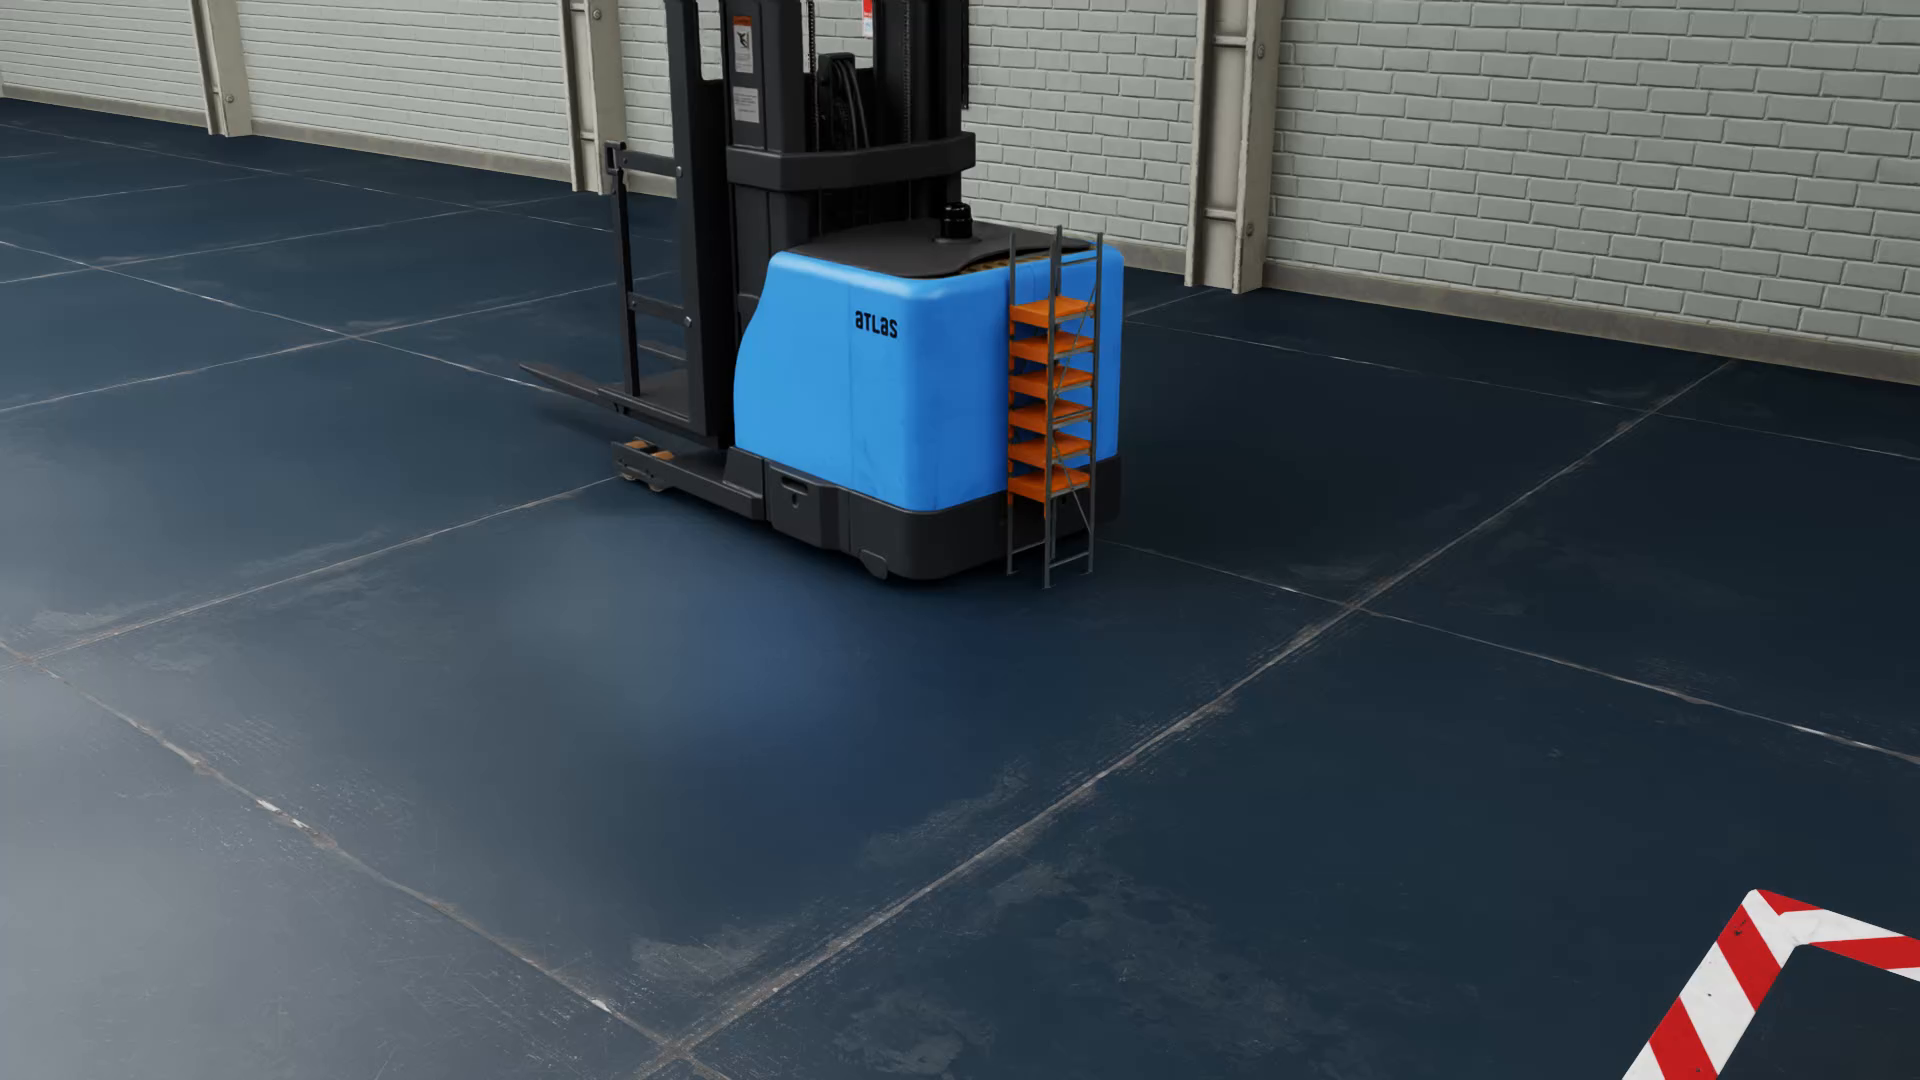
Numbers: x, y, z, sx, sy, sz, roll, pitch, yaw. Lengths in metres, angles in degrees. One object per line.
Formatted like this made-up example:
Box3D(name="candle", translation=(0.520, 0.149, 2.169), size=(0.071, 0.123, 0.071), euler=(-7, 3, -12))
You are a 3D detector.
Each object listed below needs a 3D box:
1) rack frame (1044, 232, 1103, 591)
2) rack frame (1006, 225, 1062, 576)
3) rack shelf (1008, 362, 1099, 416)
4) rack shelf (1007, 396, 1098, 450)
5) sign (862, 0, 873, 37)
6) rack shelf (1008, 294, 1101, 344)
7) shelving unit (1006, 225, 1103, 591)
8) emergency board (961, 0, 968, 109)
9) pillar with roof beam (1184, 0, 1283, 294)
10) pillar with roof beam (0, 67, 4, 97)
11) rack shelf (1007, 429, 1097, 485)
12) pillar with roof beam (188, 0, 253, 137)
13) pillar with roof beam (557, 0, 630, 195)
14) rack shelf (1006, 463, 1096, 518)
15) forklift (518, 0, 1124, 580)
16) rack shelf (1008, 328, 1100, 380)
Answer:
Box3D(name="rack frame", translation=(0.377, -0.417, 5.573), size=(0.240, 1.200, 0.006), euler=(-18, 27, -40))
Box3D(name="rack frame", translation=(0.253, -0.464, 5.699), size=(0.240, 1.200, 0.006), euler=(-18, 27, -40))
Box3D(name="rack shelf", translation=(0.315, -0.511, 5.609), size=(0.258, 0.103, 0.180), euler=(-18, 27, -40))
Box3D(name="rack shelf", translation=(0.315, -0.399, 5.652), size=(0.258, 0.103, 0.180), euler=(-18, 27, -40))
Box3D(name="sign", translation=(-0.606, -3.721, 11.733), size=(0.234, 0.329, 0.001), euler=(16, 26, 36))
Box3D(name="rack shelf", translation=(0.315, -0.736, 5.525), size=(0.258, 0.103, 0.180), euler=(-18, 27, -40))
Box3D(name="shelving unit", translation=(0.315, -0.441, 5.636), size=(0.258, 1.200, 0.189), euler=(-18, 27, -40))
Box3D(name="emergency board", translation=(-0.243, -3.552, 11.337), size=(0.643, 1.169, 0.194), euler=(16, 26, 36))
Box3D(name="pillar with roof beam", translation=(-1.074, -4.621, 5.669), size=(0.400, 9.000, 9.100), euler=(16, 26, 36))
Box3D(name="pillar with roof beam", translation=(-15.019, -8.637, 16.318), size=(0.400, 9.000, 9.100), euler=(16, 26, 36))
Box3D(name="rack shelf", translation=(0.315, -0.287, 5.694), size=(0.258, 0.103, 0.180), euler=(-18, 27, -40))
Box3D(name="pillar with roof beam", translation=(-10.371, -7.298, 12.768), size=(0.400, 9.000, 9.100), euler=(16, 26, 36))
Box3D(name="pillar with roof beam", translation=(-5.723, -5.960, 9.218), size=(0.400, 9.000, 9.100), euler=(16, 26, 36))
Box3D(name="rack shelf", translation=(0.315, -0.174, 5.736), size=(0.258, 0.103, 0.180), euler=(-18, 27, -40))
Box3D(name="forklift", translation=(-0.774, -1.670, 6.443), size=(1.130, 2.935, 3.031), euler=(-18, 27, -40))
Box3D(name="rack shelf", translation=(0.315, -0.624, 5.567), size=(0.258, 0.103, 0.180), euler=(-18, 27, -40))
